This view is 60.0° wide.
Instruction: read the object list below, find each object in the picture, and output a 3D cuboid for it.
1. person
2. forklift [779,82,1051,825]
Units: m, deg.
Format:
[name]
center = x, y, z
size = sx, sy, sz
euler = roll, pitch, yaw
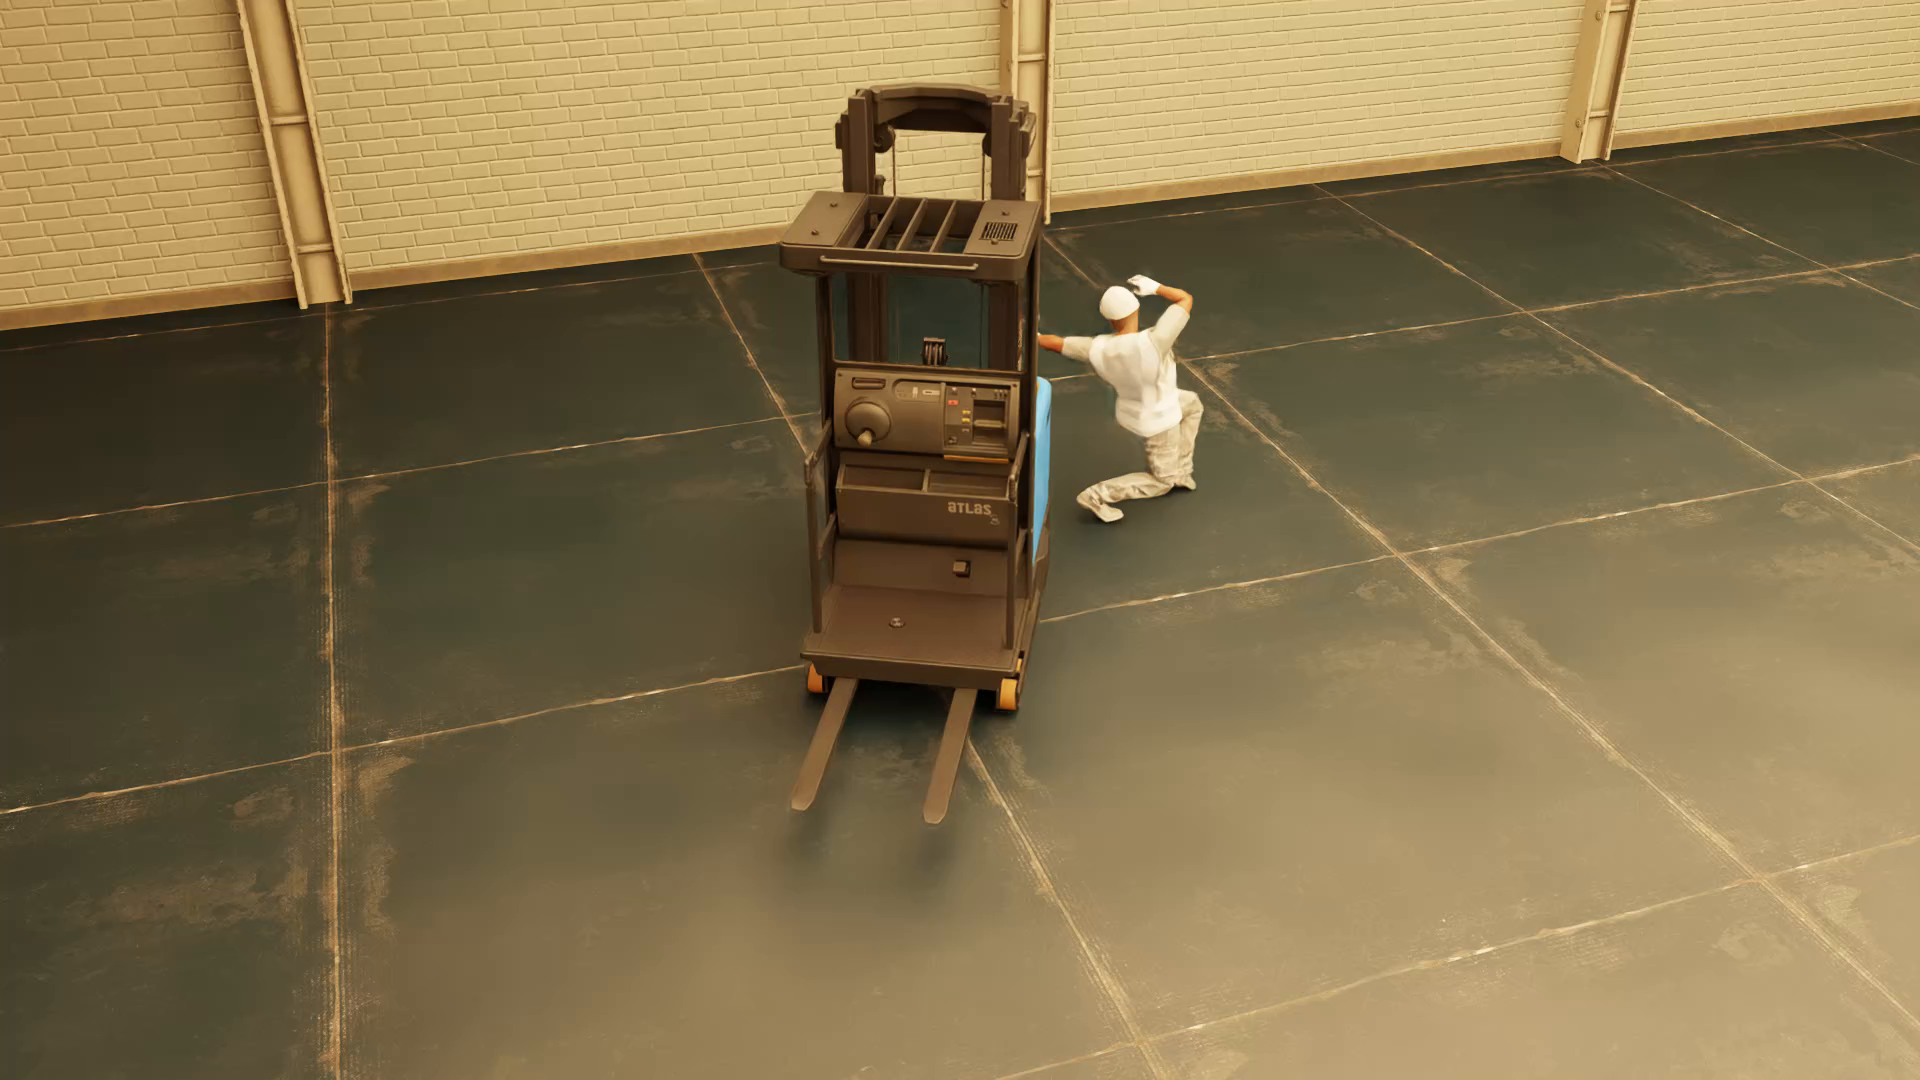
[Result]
[person]
center = 0.994, -0.955, 10.211
size = 0.916, 1.483, 1.067
euler = -18, 34, -28
[forklift]
center = -0.198, -0.588, 8.108
size = 1.130, 2.935, 3.031
euler = 4, 30, 8
